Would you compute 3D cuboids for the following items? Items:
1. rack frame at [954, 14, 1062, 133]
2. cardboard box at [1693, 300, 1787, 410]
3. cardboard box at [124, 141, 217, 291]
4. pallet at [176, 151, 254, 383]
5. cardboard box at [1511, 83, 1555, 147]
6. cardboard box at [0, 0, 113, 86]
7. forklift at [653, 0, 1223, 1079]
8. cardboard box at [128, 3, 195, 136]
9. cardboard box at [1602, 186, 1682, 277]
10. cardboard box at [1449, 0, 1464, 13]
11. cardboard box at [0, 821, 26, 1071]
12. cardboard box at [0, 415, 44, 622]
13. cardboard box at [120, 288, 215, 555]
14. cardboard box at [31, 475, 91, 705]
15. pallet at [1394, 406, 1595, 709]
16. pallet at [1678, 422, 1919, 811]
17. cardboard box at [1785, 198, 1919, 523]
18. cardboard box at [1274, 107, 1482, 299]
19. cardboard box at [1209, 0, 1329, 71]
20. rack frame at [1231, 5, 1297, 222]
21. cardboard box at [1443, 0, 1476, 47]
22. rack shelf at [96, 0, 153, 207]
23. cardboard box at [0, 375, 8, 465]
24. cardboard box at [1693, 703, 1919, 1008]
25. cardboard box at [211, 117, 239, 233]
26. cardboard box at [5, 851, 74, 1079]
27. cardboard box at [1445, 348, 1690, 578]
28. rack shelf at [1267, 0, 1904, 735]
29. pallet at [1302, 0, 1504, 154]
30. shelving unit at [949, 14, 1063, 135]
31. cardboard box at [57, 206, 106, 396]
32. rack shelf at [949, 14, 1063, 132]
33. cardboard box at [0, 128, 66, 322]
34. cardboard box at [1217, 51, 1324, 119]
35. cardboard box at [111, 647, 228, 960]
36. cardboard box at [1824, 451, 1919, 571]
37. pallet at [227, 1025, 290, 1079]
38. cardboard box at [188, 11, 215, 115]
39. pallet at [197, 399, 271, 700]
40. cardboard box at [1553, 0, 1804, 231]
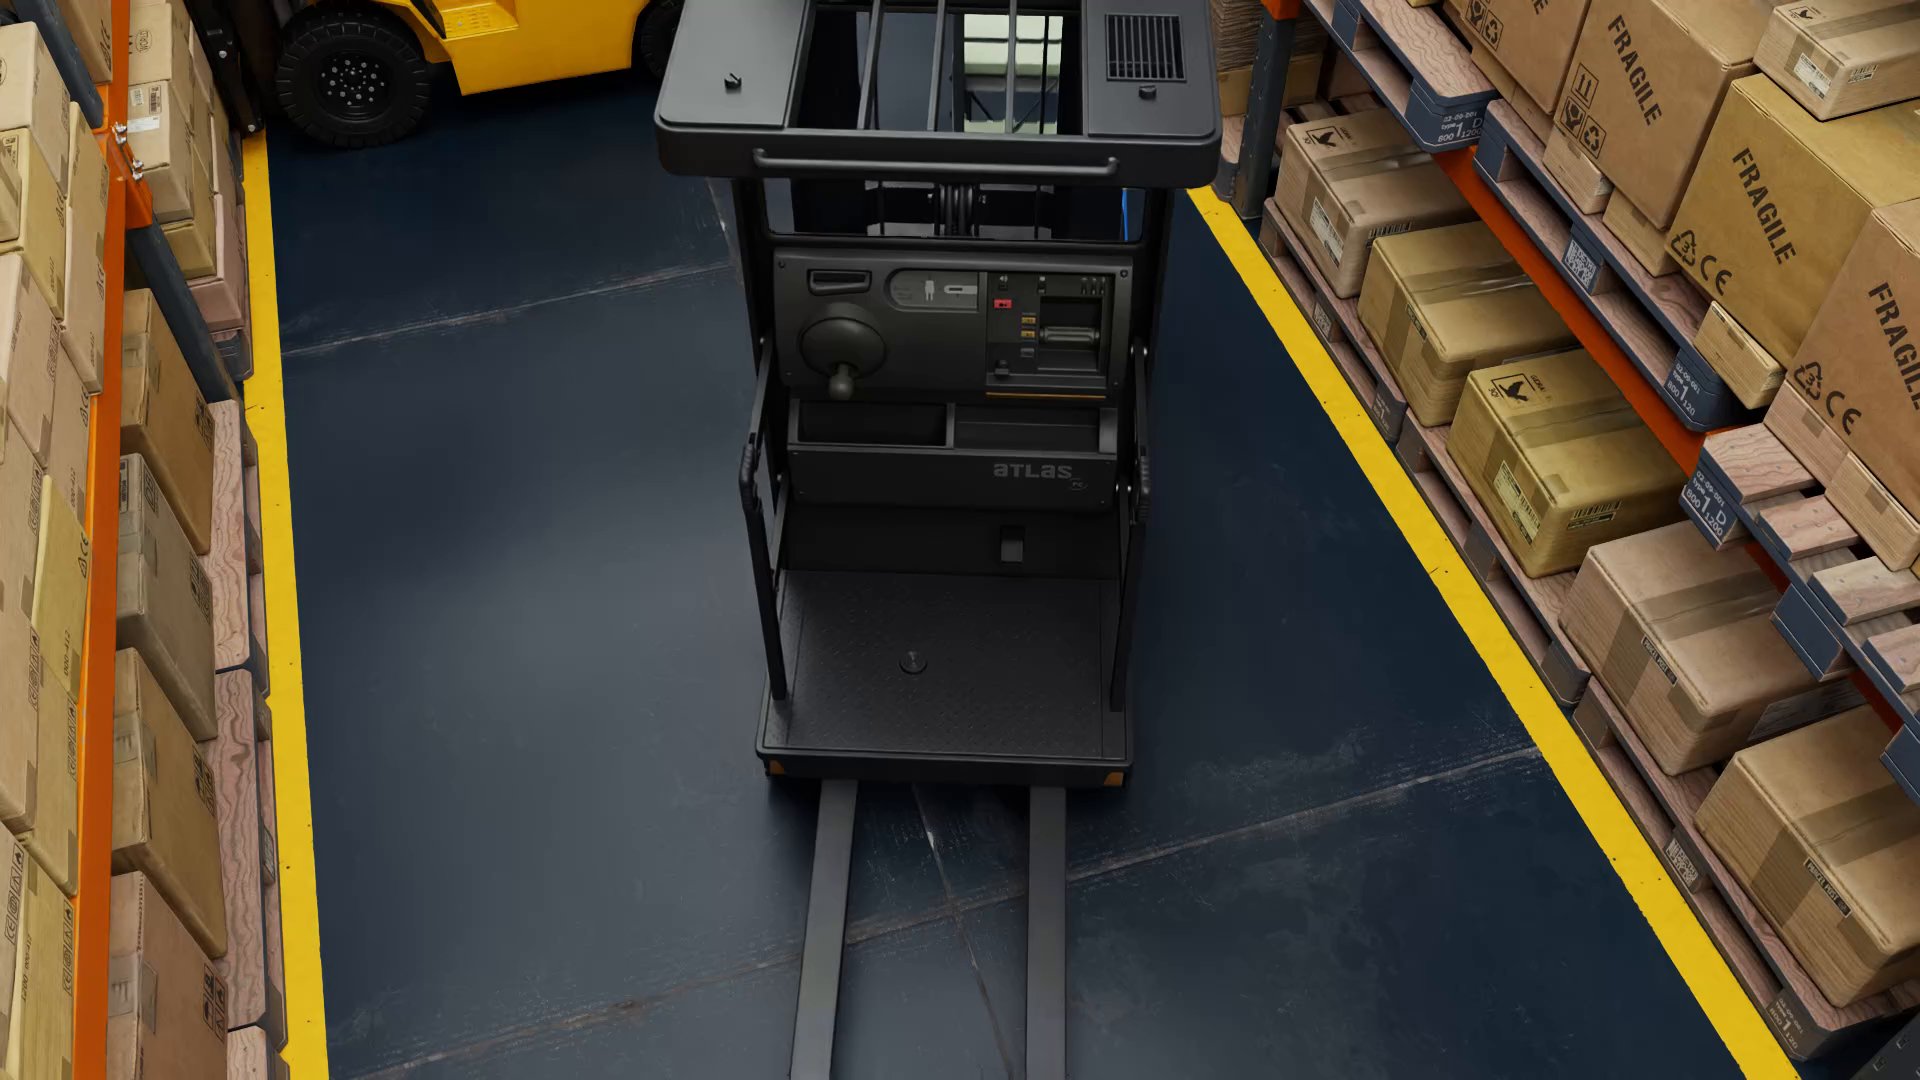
[{"bbox_3d":[0.180,-1.166,5.752,0.400,1.500,0.023,2,50,2],"label":"rack frame"},{"bbox_3d":[2.059,-0.491,4.091,0.380,0.149,0.250,-13,51,-10],"label":"cardboard box"},{"bbox_3d":[-2.964,-1.143,5.948,0.500,0.250,0.500,-14,51,-11],"label":"cardboard box"},{"bbox_3d":[-3.311,-1.001,6.456,1.003,0.211,1.213,-13,51,-11],"label":"pallet"},{"bbox_3d":[1.816,-1.262,4.741,0.380,0.149,0.250,-13,51,-11],"label":"cardboard box"},{"bbox_3d":[-2.998,-1.725,5.177,0.500,0.500,0.500,-15,51,-12],"label":"cardboard box"},{"bbox_3d":[-0.027,-0.450,4.213,1.130,2.935,3.031,2,50,2],"label":"forklift"},{"bbox_3d":[-3.101,-1.681,6.075,0.500,0.250,0.500,-13,51,-11],"label":"cardboard box"},{"bbox_3d":[1.952,-0.868,4.409,0.380,0.149,0.250,-15,51,-12],"label":"cardboard box"},{"bbox_3d":[1.638,-1.925,4.876,0.500,0.500,0.500,-13,51,-11],"label":"cardboard box"},{"bbox_3d":[-1.978,0.754,2.924,0.500,0.250,0.500,-12,51,-10],"label":"cardboard box"},{"bbox_3d":[-2.290,0.000,3.559,0.500,0.250,0.500,-13,51,-10],"label":"cardboard box"},{"bbox_3d":[-2.951,-0.301,5.320,0.875,0.625,0.625,-11,51,-9],"label":"cardboard box"},{"bbox_3d":[-2.285,0.159,3.753,0.500,0.250,0.500,-12,51,-10],"label":"cardboard box"},{"bbox_3d":[2.221,-0.075,5.675,1.003,0.211,1.213,-13,51,-11],"label":"pallet"},{"bbox_3d":[2.495,0.052,3.870,1.213,0.211,1.003,-13,51,-11],"label":"pallet"},{"bbox_3d":[2.244,-0.421,3.608,0.500,0.500,0.500,-14,51,-12],"label":"cardboard box"},{"bbox_3d":[1.782,-1.341,6.362,0.950,0.372,0.625,-13,51,-11],"label":"cardboard box"},{"bbox_3d":[1.193,-2.297,6.758,0.500,0.500,0.500,-14,51,-11],"label":"cardboard box"},{"bbox_3d":[1.625,-2.435,5.841,1.000,3.000,0.127,-13,51,-11],"label":"rack frame"},{"bbox_3d":[1.709,-1.640,5.060,0.380,0.149,0.250,-10,51,-9],"label":"cardboard box"},{"bbox_3d":[-3.707,-2.539,6.399,1.077,0.370,4.000,-13,51,-11],"label":"rack shelf"},{"bbox_3d":[-2.244,-0.249,3.508,0.380,0.149,0.250,-15,51,-12],"label":"cardboard box"},{"bbox_3d":[2.650,0.783,4.572,0.950,0.372,0.625,-16,52,-13],"label":"cardboard box"},{"bbox_3d":[-3.107,-1.354,6.454,0.500,0.250,0.500,-14,51,-12],"label":"cardboard box"},{"bbox_3d":[-1.975,0.912,3.117,0.500,0.250,0.500,-14,51,-12],"label":"cardboard box"},{"bbox_3d":[2.205,-0.309,5.492,0.950,0.372,0.625,-12,51,-10],"label":"cardboard box"},{"bbox_3d":[2.216,-0.742,4.884,1.077,0.370,4.000,-13,51,-11],"label":"rack shelf"},{"bbox_3d":[1.712,-1.782,5.416,1.003,0.211,1.213,-13,51,-11],"label":"pallet"},{"bbox_3d":[0.196,-1.445,5.987,0.431,1.500,0.755,2,50,2],"label":"shelving unit"},{"bbox_3d":[-2.563,-0.586,4.381,0.500,0.250,0.500,-14,51,-11],"label":"cardboard box"},{"bbox_3d":[0.196,-1.697,5.689,0.431,0.370,0.720,2,50,2],"label":"rack shelf"},{"bbox_3d":[-2.567,-0.748,4.189,0.500,0.250,0.500,-15,51,-12],"label":"cardboard box"},{"bbox_3d":[1.193,-2.055,7.044,0.500,0.250,0.500,-11,51,-9],"label":"cardboard box"},{"bbox_3d":[-2.504,0.816,4.379,0.875,0.625,0.625,-15,52,-12],"label":"cardboard box"},{"bbox_3d":[2.220,-0.107,3.768,0.380,0.149,0.250,-14,51,-11],"label":"cardboard box"},{"bbox_3d":[-2.139,1.901,4.010,1.003,0.211,1.213,-13,51,-11],"label":"pallet"},{"bbox_3d":[-3.252,-1.880,6.570,0.500,0.250,0.500,-14,51,-11],"label":"cardboard box"},{"bbox_3d":[-2.861,0.118,5.512,1.003,0.211,1.213,-13,51,-11],"label":"pallet"},{"bbox_3d":[1.933,-1.188,4.255,0.500,0.500,0.500,-15,52,-12],"label":"cardboard box"}]
